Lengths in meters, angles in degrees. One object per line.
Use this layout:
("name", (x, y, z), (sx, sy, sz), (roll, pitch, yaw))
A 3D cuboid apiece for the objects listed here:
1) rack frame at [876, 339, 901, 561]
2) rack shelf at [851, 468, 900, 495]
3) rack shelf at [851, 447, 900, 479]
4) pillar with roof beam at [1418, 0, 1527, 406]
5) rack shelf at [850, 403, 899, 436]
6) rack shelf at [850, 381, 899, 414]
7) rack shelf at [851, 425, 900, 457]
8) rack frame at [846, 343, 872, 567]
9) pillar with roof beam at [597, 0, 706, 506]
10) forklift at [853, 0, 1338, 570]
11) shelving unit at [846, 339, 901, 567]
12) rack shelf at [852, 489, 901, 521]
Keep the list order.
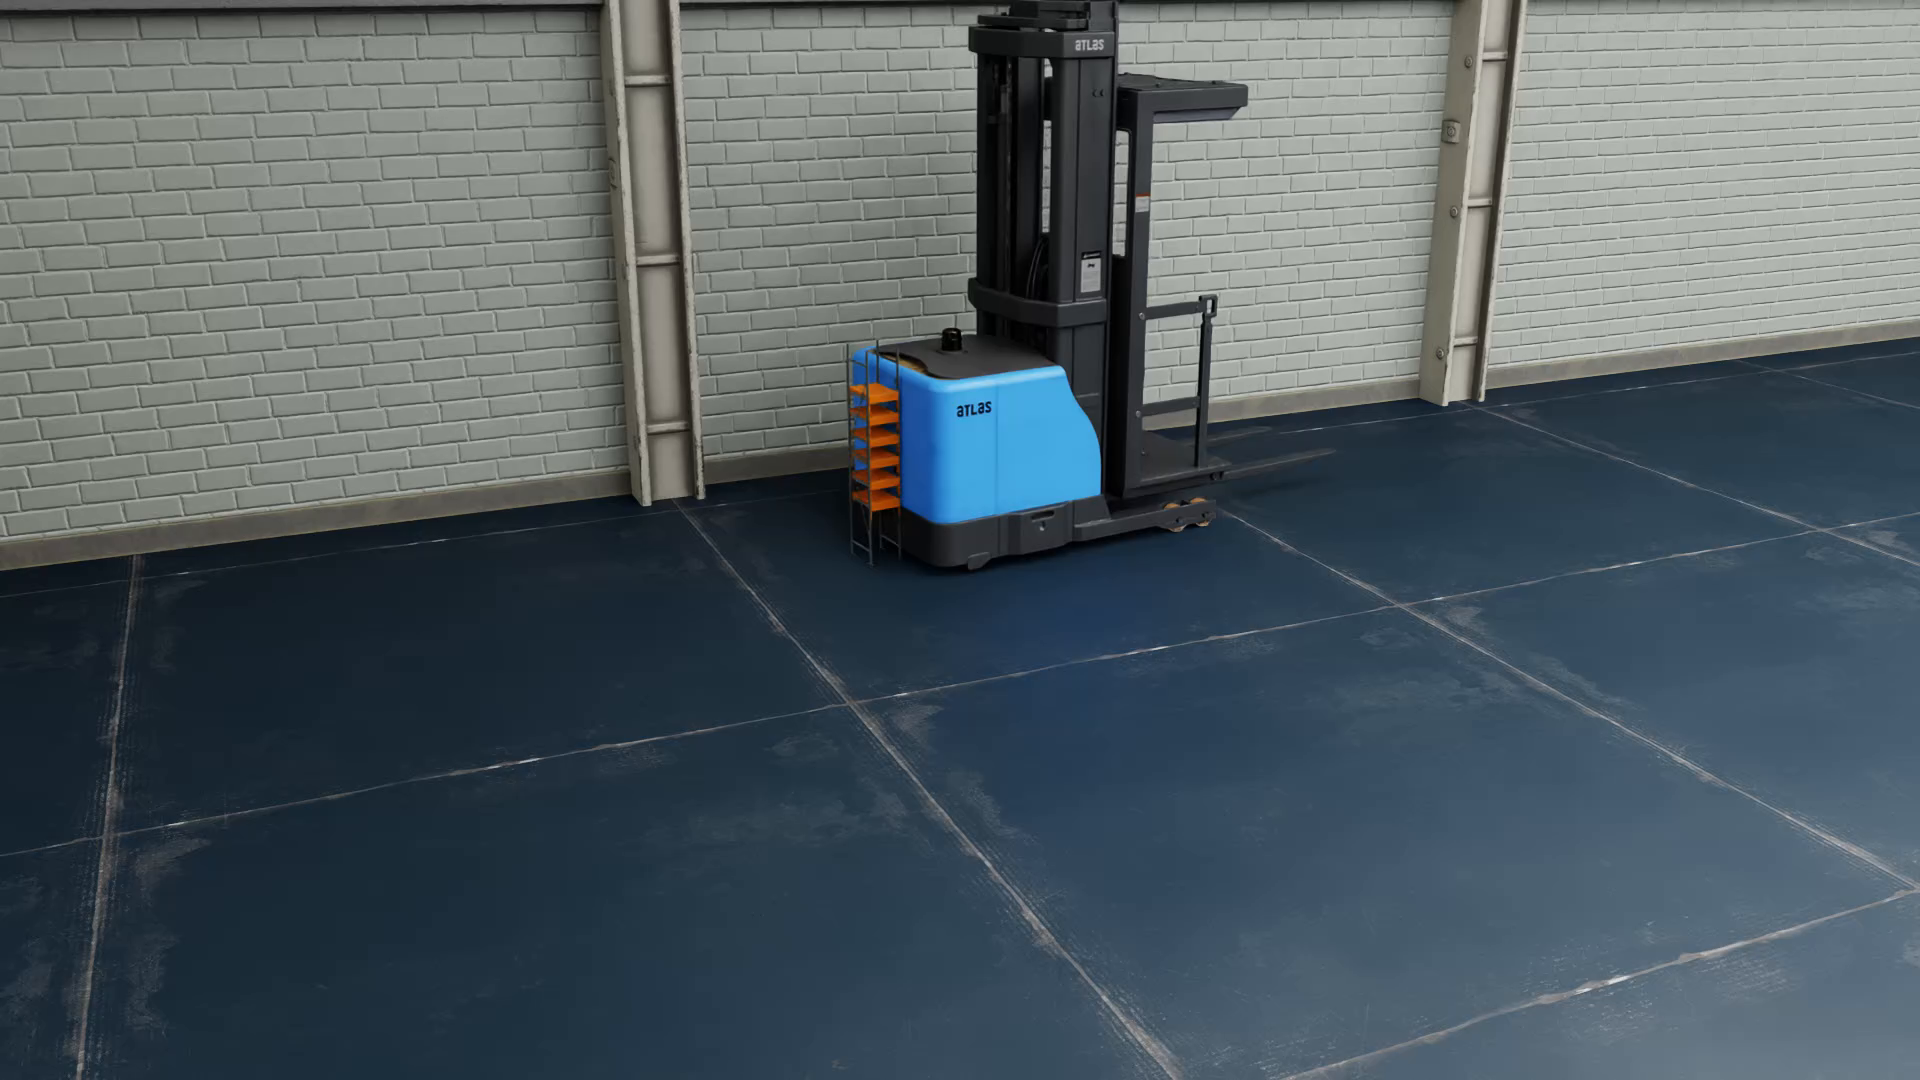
("rack frame", (-0.390, -0.486, 9.095), (0.006, 1.200, 0.240), (-11, 22, -29))
("rack shelf", (-0.468, -0.315, 9.105), (0.180, 0.103, 0.258), (-11, 22, -29))
("rack shelf", (-0.468, -0.428, 9.065), (0.180, 0.103, 0.258), (-11, 22, -29))
("pillar with roof beam", (5.406, -3.999, 7.329), (0.400, 9.000, 9.100), (-8, 21, -22))
("rack shelf", (-0.468, -0.654, 8.985), (0.180, 0.103, 0.258), (-11, 22, -29))
("rack shelf", (-0.468, -0.768, 8.945), (0.180, 0.103, 0.258), (-11, 22, -29))
("rack shelf", (-0.468, -0.541, 9.025), (0.180, 0.103, 0.258), (-11, 22, -29))
("rack frame", (-0.546, -0.454, 9.006), (0.006, 1.200, 0.240), (-11, 22, -29))
("pillar with roof beam", (-0.103, -3.209, 5.088), (0.400, 9.000, 9.100), (-8, 21, -22))
("forklift", (0.909, -1.565, 9.554), (3.031, 2.935, 1.130), (-11, 22, -29))
("shelving unit", (-0.468, -0.470, 9.050), (0.189, 1.200, 0.258), (-11, 22, -29))
("rack shelf", (-0.468, -0.202, 9.145), (0.180, 0.103, 0.258), (-11, 22, -29))
